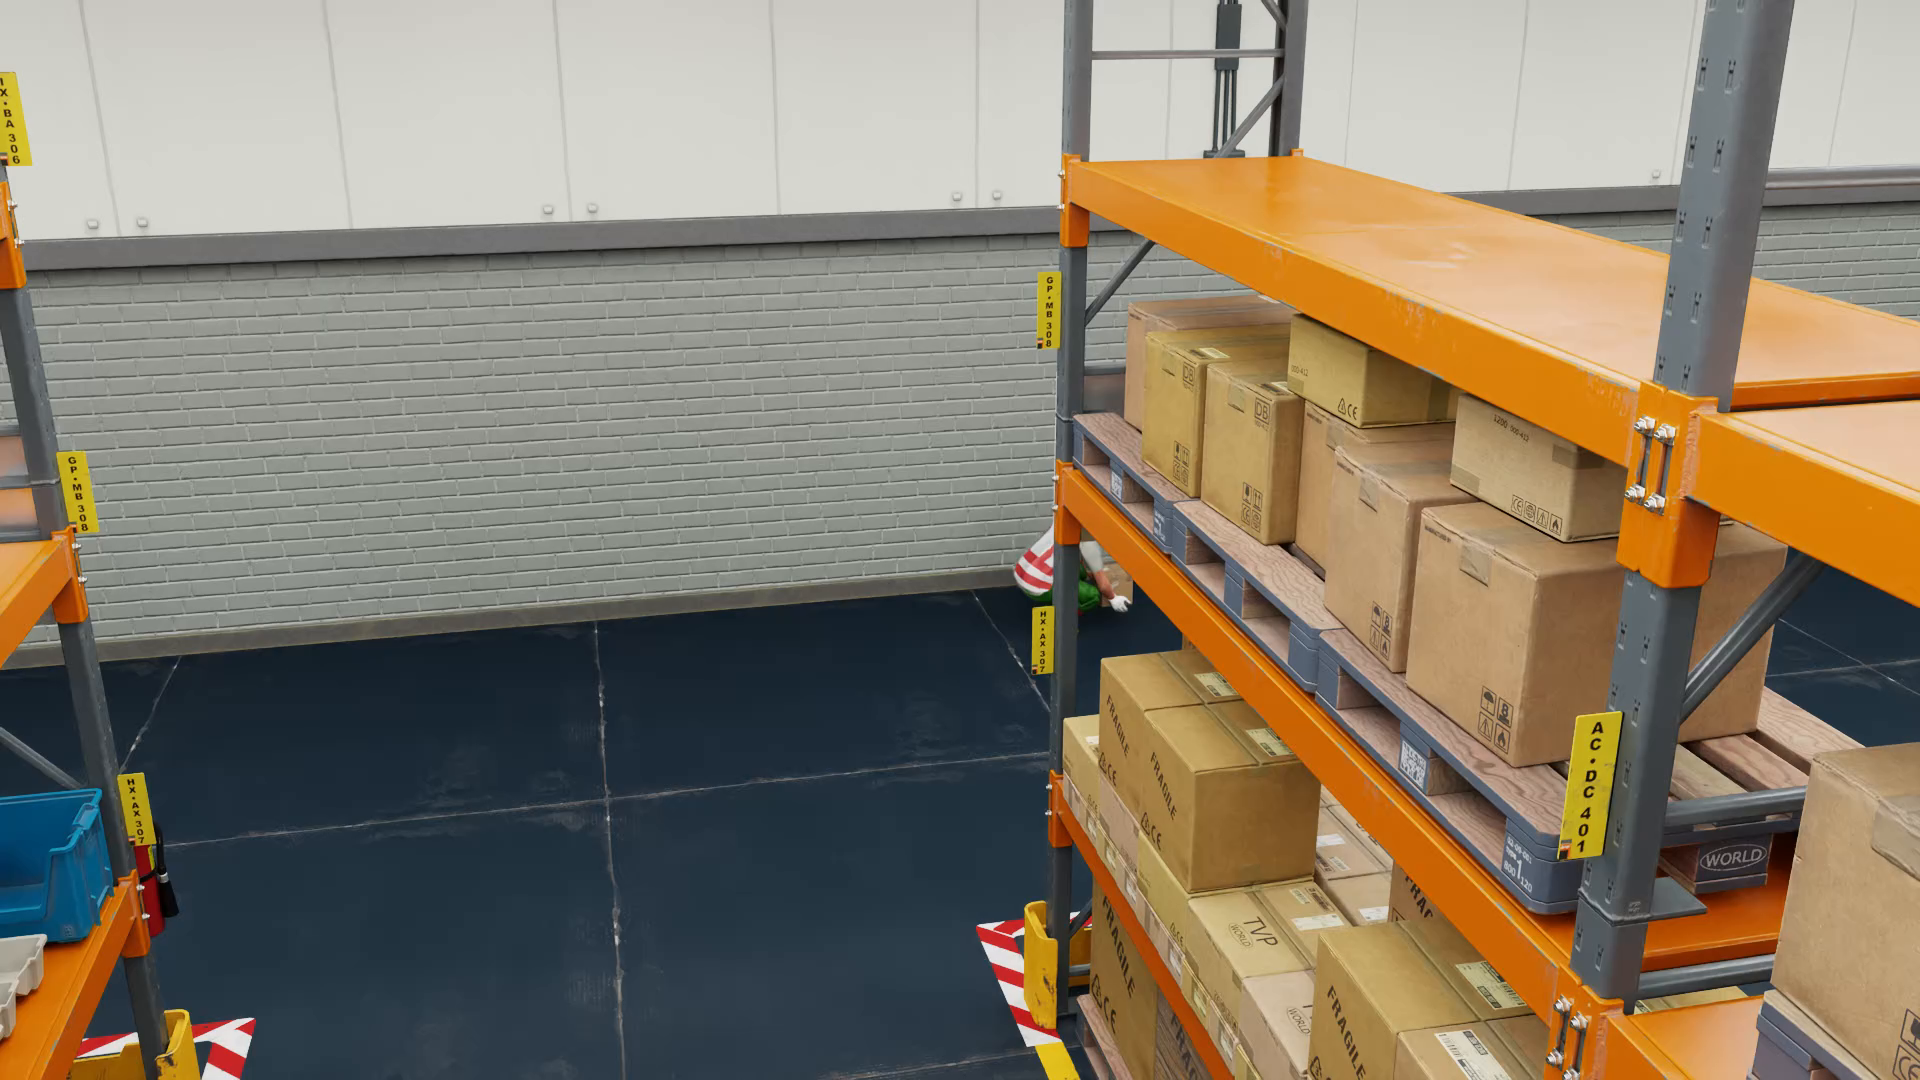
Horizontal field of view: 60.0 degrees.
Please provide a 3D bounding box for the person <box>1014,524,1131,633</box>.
[{"bbox_3d":[0.842,0.210,12.646,0.871,0.992,0.570,-4,20,-12],"label":"person"}]
